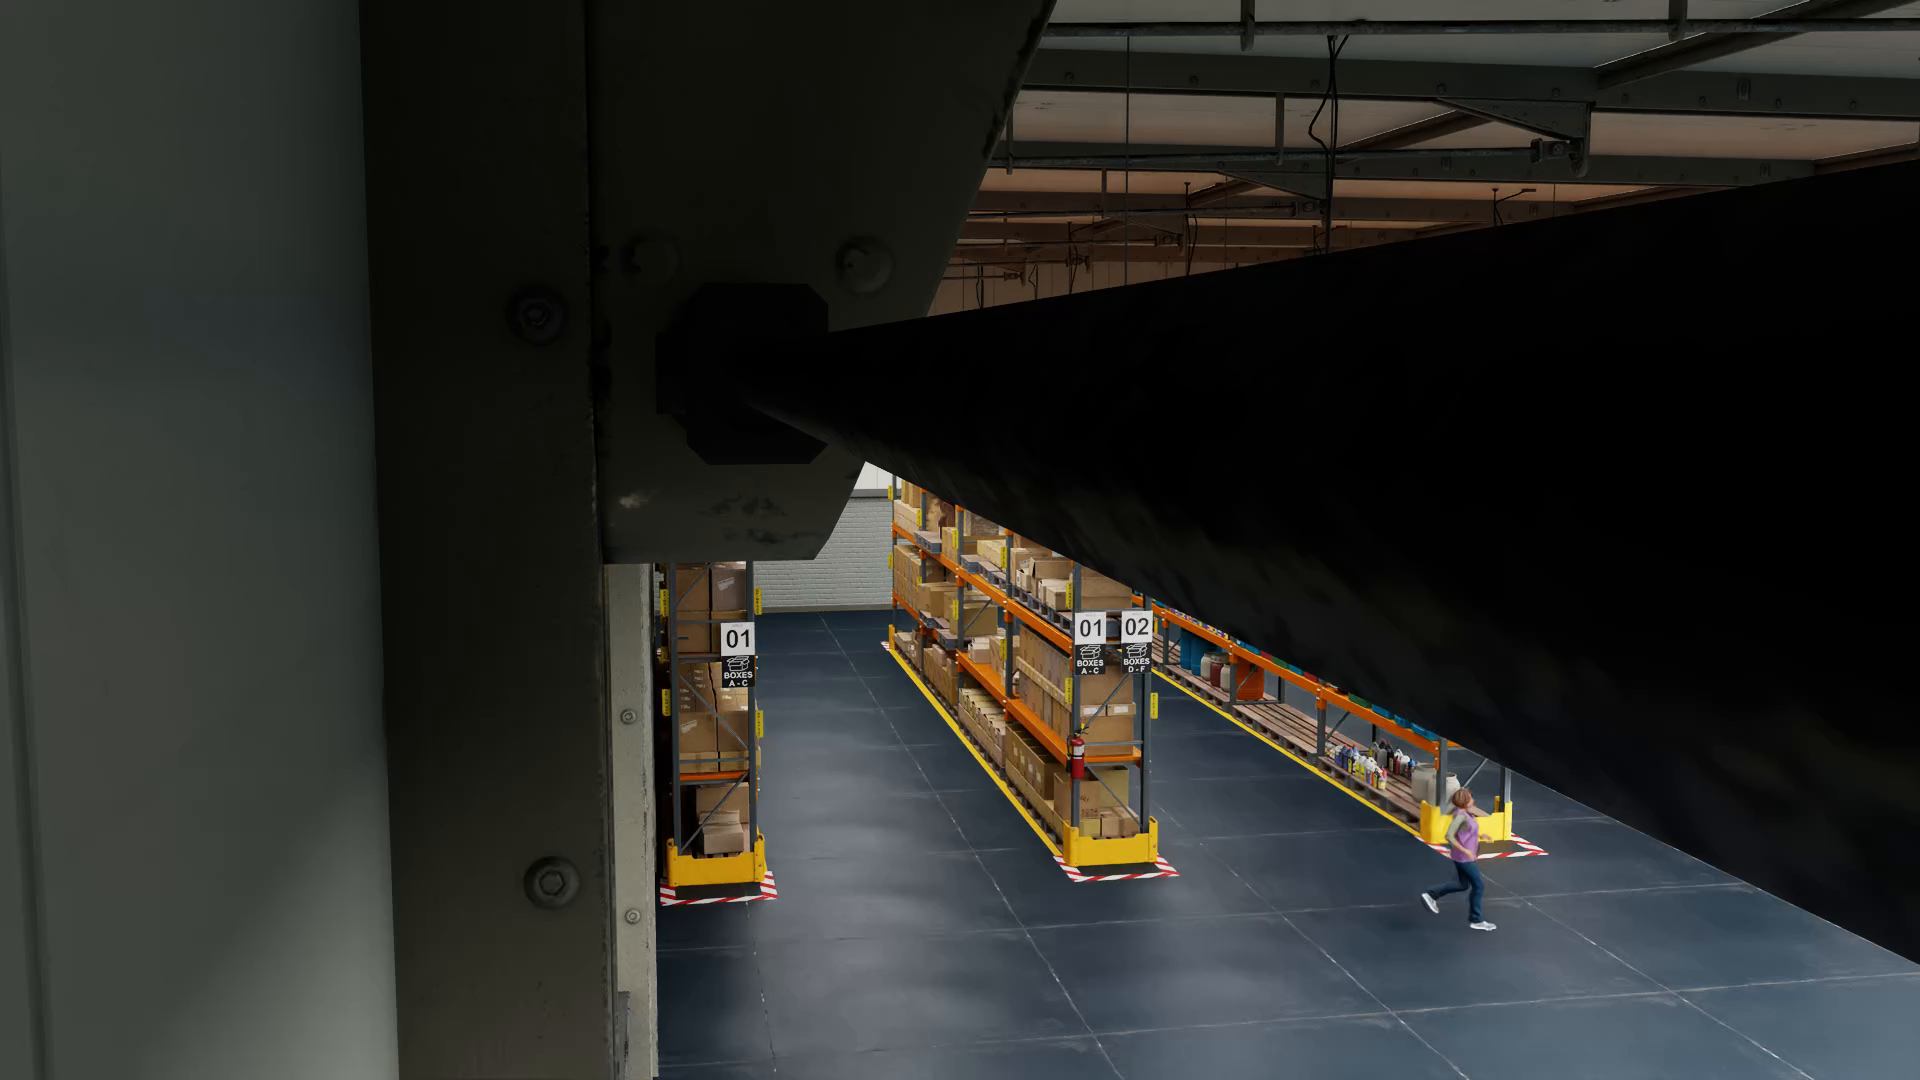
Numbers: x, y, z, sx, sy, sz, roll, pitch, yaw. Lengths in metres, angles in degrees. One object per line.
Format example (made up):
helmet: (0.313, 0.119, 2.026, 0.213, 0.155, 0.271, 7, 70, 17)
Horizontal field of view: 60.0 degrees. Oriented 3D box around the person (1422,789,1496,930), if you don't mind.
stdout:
person: (5.585, 3.546, 18.543, 0.796, 1.568, 0.548, 2, 7, 18)
